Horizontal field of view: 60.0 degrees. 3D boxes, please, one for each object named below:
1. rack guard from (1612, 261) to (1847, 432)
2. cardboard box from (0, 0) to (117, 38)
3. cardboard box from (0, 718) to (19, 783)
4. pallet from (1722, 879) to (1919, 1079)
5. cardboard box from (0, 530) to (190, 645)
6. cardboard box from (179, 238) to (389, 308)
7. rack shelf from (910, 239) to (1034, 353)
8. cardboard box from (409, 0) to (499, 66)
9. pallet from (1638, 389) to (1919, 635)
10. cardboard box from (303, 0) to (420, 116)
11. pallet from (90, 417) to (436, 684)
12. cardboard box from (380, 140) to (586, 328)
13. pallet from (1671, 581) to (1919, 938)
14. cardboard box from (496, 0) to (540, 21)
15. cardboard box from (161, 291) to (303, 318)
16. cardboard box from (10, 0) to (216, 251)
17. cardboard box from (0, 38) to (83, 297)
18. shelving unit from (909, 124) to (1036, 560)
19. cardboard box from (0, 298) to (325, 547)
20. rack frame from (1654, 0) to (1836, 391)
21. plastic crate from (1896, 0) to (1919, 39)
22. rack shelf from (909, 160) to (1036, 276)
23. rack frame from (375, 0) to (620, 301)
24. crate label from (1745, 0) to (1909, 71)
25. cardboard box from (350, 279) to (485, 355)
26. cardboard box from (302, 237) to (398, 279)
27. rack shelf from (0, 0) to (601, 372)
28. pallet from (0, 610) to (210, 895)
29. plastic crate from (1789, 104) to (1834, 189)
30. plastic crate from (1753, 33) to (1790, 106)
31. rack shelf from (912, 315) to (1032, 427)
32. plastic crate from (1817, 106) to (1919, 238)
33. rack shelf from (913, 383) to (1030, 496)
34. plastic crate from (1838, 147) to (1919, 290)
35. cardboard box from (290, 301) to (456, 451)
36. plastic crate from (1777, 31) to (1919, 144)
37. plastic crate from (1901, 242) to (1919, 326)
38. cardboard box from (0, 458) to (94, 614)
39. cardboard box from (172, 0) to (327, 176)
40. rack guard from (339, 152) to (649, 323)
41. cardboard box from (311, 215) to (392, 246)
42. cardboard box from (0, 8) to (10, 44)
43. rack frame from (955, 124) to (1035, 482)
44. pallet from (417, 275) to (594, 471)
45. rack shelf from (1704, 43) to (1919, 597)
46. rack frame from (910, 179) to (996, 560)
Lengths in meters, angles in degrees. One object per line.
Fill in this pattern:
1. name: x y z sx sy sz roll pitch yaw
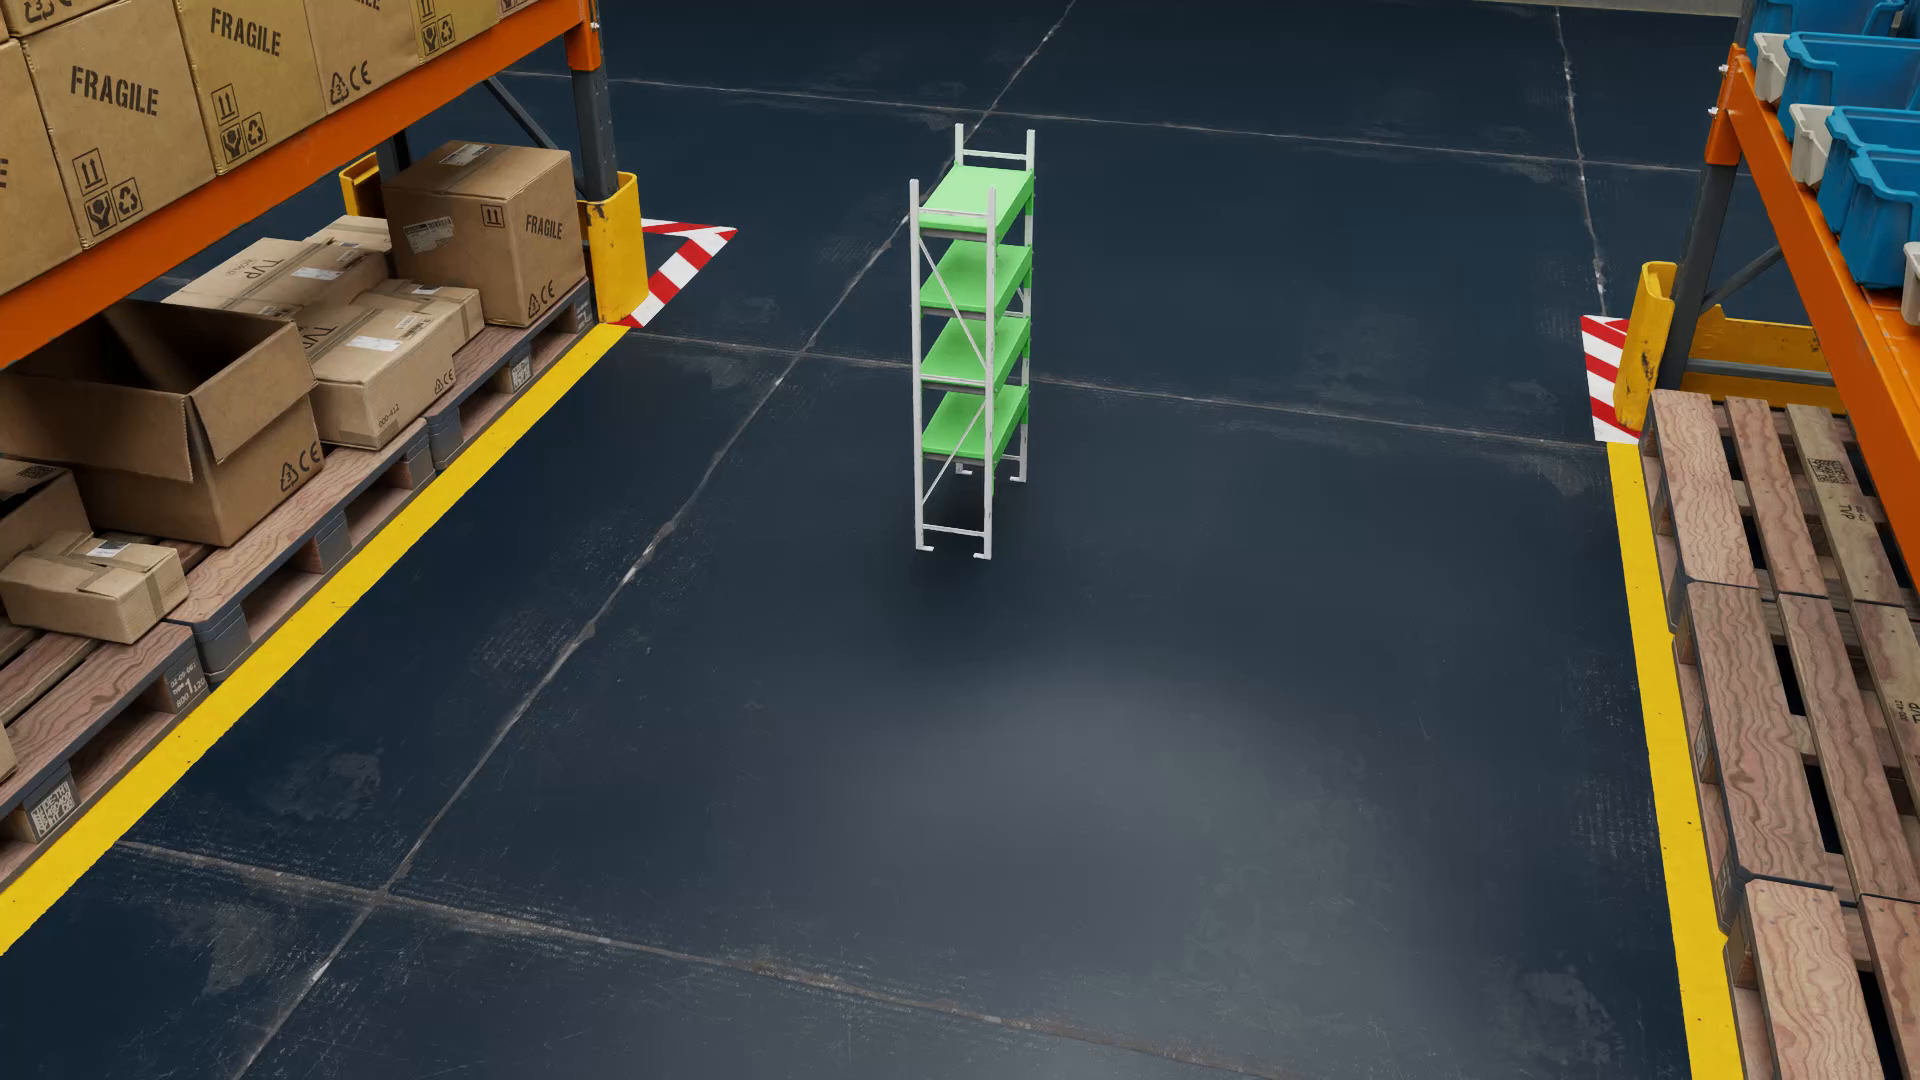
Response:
1. rack guard: 2.930 -0.611 5.745 1.175 0.500 0.348 8 33 12
2. cardboard box: -2.216 -1.457 3.721 0.500 0.500 0.500 7 33 11
3. cardboard box: -2.553 0.508 3.751 0.500 0.311 0.500 8 33 12
4. pallet: 2.071 1.214 3.144 1.003 0.211 1.213 8 33 12
5. cardboard box: -2.343 0.119 4.498 0.380 0.166 0.250 8 33 12
6. cardboard box: -2.393 -0.850 5.945 0.500 0.250 0.500 8 33 12
7. rack shelf: 0.042 -0.741 4.969 0.258 0.148 0.480 8 33 12
8. cardboard box: -1.832 -1.831 5.241 0.500 0.500 0.500 8 33 13
9. pallet: 2.690 -0.052 5.135 1.003 0.211 1.213 8 33 12
10. cardboard box: -1.964 -1.573 4.835 0.500 0.500 0.500 8 33 13
11. pallet: -2.386 -0.067 5.159 1.003 0.211 1.213 8 33 12
12. cardboard box: -1.753 -1.143 6.172 0.500 0.500 0.500 8 33 12
13. pallet: 2.378 0.579 4.143 1.003 0.211 1.213 8 33 12
14. cardboard box: -1.704 -2.101 5.665 0.500 0.500 0.500 9 34 14
15. cardboard box: -2.520 -0.591 5.536 0.500 0.250 0.500 8 33 12
16. cardboard box: -2.220 -1.047 4.008 0.500 0.500 0.500 8 33 12
17. cardboard box: -2.349 -0.788 3.600 0.500 0.500 0.500 9 33 13
18. shelving unit: 0.042 -0.592 5.063 0.258 1.200 0.503 8 33 12
19. cardboard box: -2.397 -0.360 4.937 0.797 0.503 0.637 8 33 12
20. rack frame: 2.937 -1.652 5.052 1.000 3.000 0.127 8 33 12
21. plastic crate: 3.032 -1.493 4.713 0.616 0.435 0.499 8 33 12
22. rack shelf: 0.042 -0.943 4.840 0.258 0.148 0.480 8 33 12
23. rack frame: -1.854 -2.328 6.116 1.000 3.000 0.127 8 33 12
24. crate label: 2.555 -1.523 4.950 0.416 0.233 0.303 8 33 12
25. cardboard box: -1.943 -0.804 5.950 0.380 0.166 0.250 8 33 12
26. cardboard box: -2.356 -1.018 6.286 0.380 0.166 0.250 8 33 12
27. rack shelf: -2.361 -0.987 4.677 1.077 0.370 4.000 8 33 12
28. pallet: -2.694 0.568 4.160 1.003 0.211 1.213 8 33 12
29. plastic crate: 2.222 -0.975 4.178 0.250 0.136 0.298 8 33 12
30. plastic crate: 2.394 -1.327 4.732 0.250 0.136 0.298 8 33 12
31. rack shelf: 0.042 -0.538 5.098 0.258 0.148 0.480 8 33 12
32. plastic crate: 2.221 -0.840 3.875 0.416 0.233 0.300 8 33 12
33. rack shelf: 0.042 -0.336 5.226 0.258 0.148 0.480 8 33 12
34. plastic crate: 2.145 -0.684 3.630 0.416 0.233 0.300 8 33 12
35. cardboard box: -2.024 -0.549 5.470 0.500 0.250 0.500 8 33 12
36. plastic crate: 2.388 -1.181 4.413 0.416 0.233 0.300 8 33 12
37. plastic crate: 2.073 -0.435 3.328 0.293 0.136 0.466 8 33 12
38. cardboard box: -2.808 -0.027 4.592 0.500 0.311 0.500 8 33 12
39. cardboard box: -2.092 -1.311 4.424 0.500 0.500 0.500 8 33 12
40. rack guard: -1.873 -1.234 6.725 1.175 0.500 0.348 8 33 12
41. cardboard box: -2.292 -1.140 6.495 0.380 0.149 0.250 8 33 12
42. cardboard box: -2.347 -1.190 3.302 0.500 0.500 0.500 7 33 11
43. rack frame: 0.104 -0.719 5.262 0.240 1.200 0.015 8 33 12
44. pallet: -2.074 -0.698 6.151 1.003 0.211 1.213 8 33 12
45. rack shelf: 2.429 -0.310 3.613 1.077 0.370 4.000 8 33 12
46. rack frame: -0.020 -0.466 4.864 0.240 1.200 0.015 8 33 12
